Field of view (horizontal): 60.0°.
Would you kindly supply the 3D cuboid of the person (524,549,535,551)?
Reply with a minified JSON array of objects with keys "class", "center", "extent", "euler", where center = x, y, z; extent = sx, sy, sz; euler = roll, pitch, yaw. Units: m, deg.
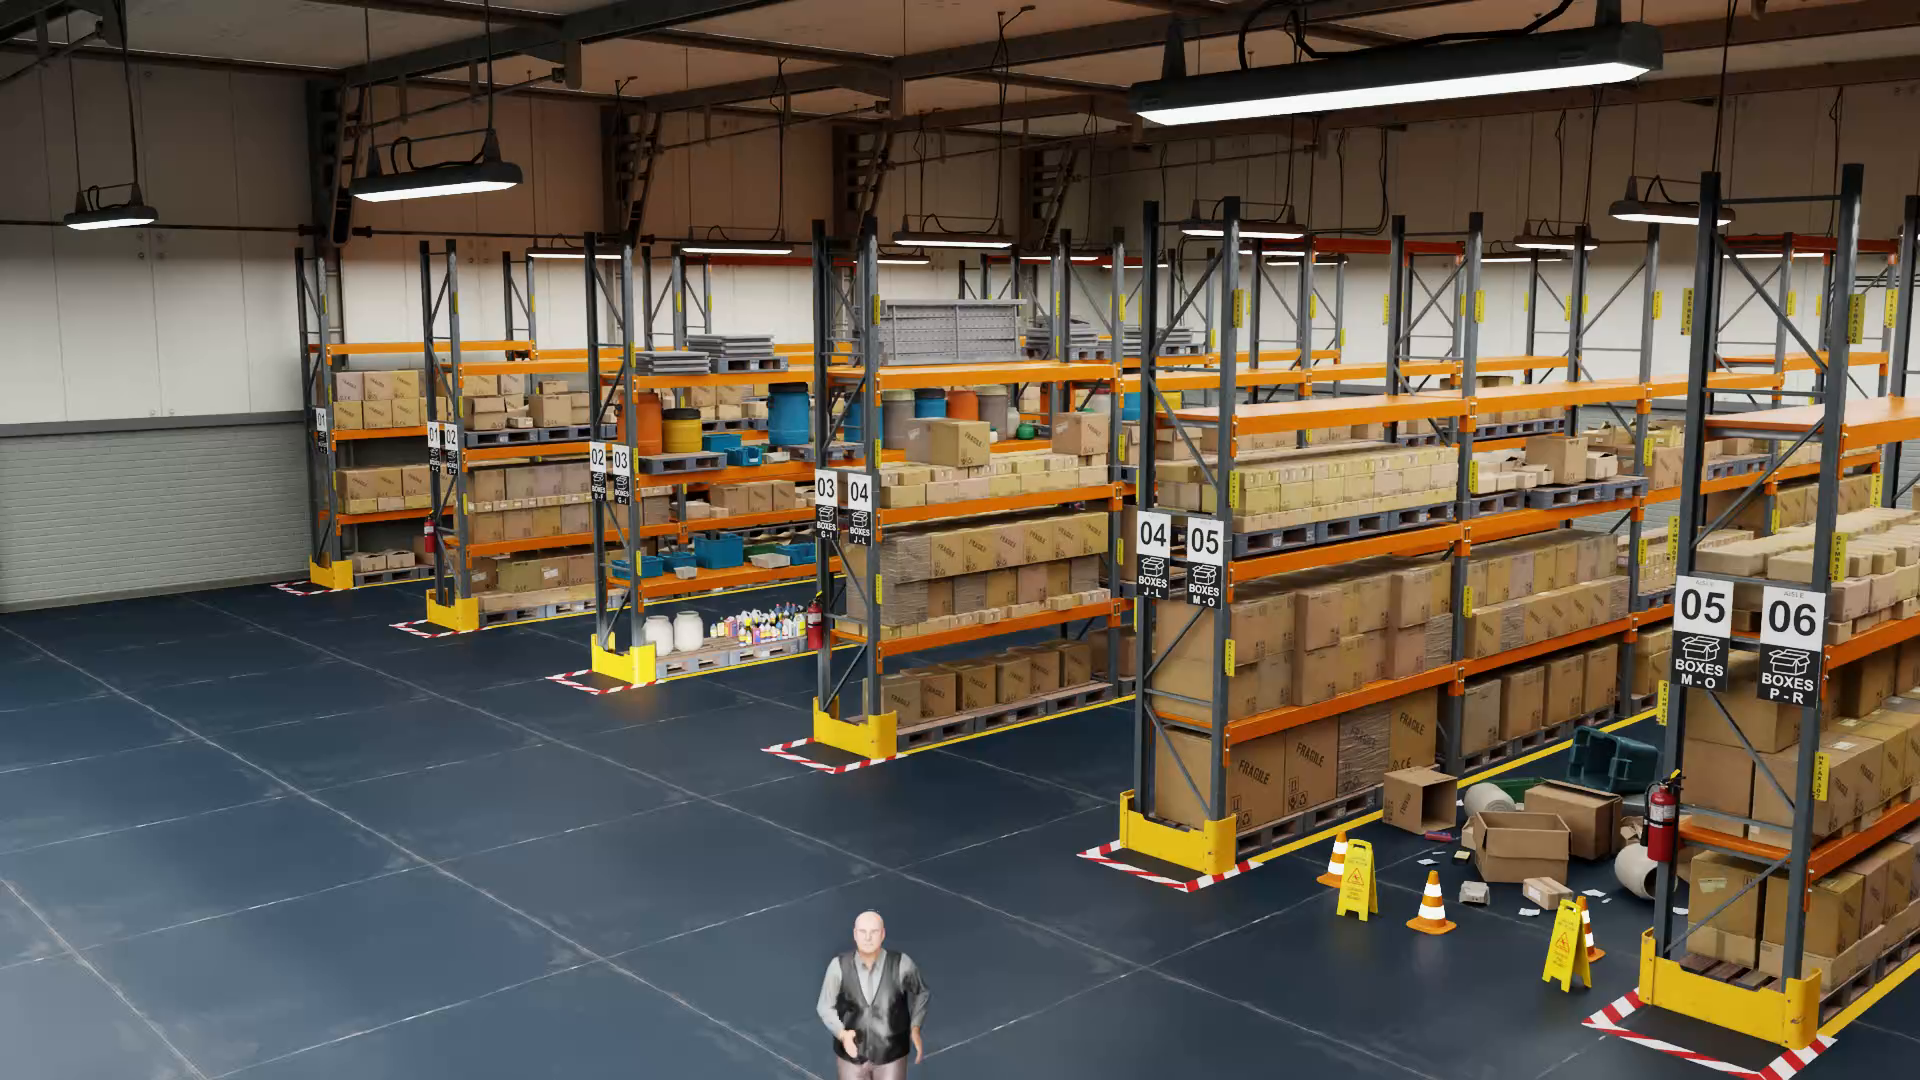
[{"class":"person","center":[-7.430,0.137,28.788],"extent":[0.494,1.669,0.579],"euler":[-7,11,-40]}]

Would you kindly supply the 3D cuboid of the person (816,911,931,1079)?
[{"class":"person","center":[-0.499,2.960,9.507],"extent":[0.653,1.680,0.568],"euler":[0,8,2]}]
